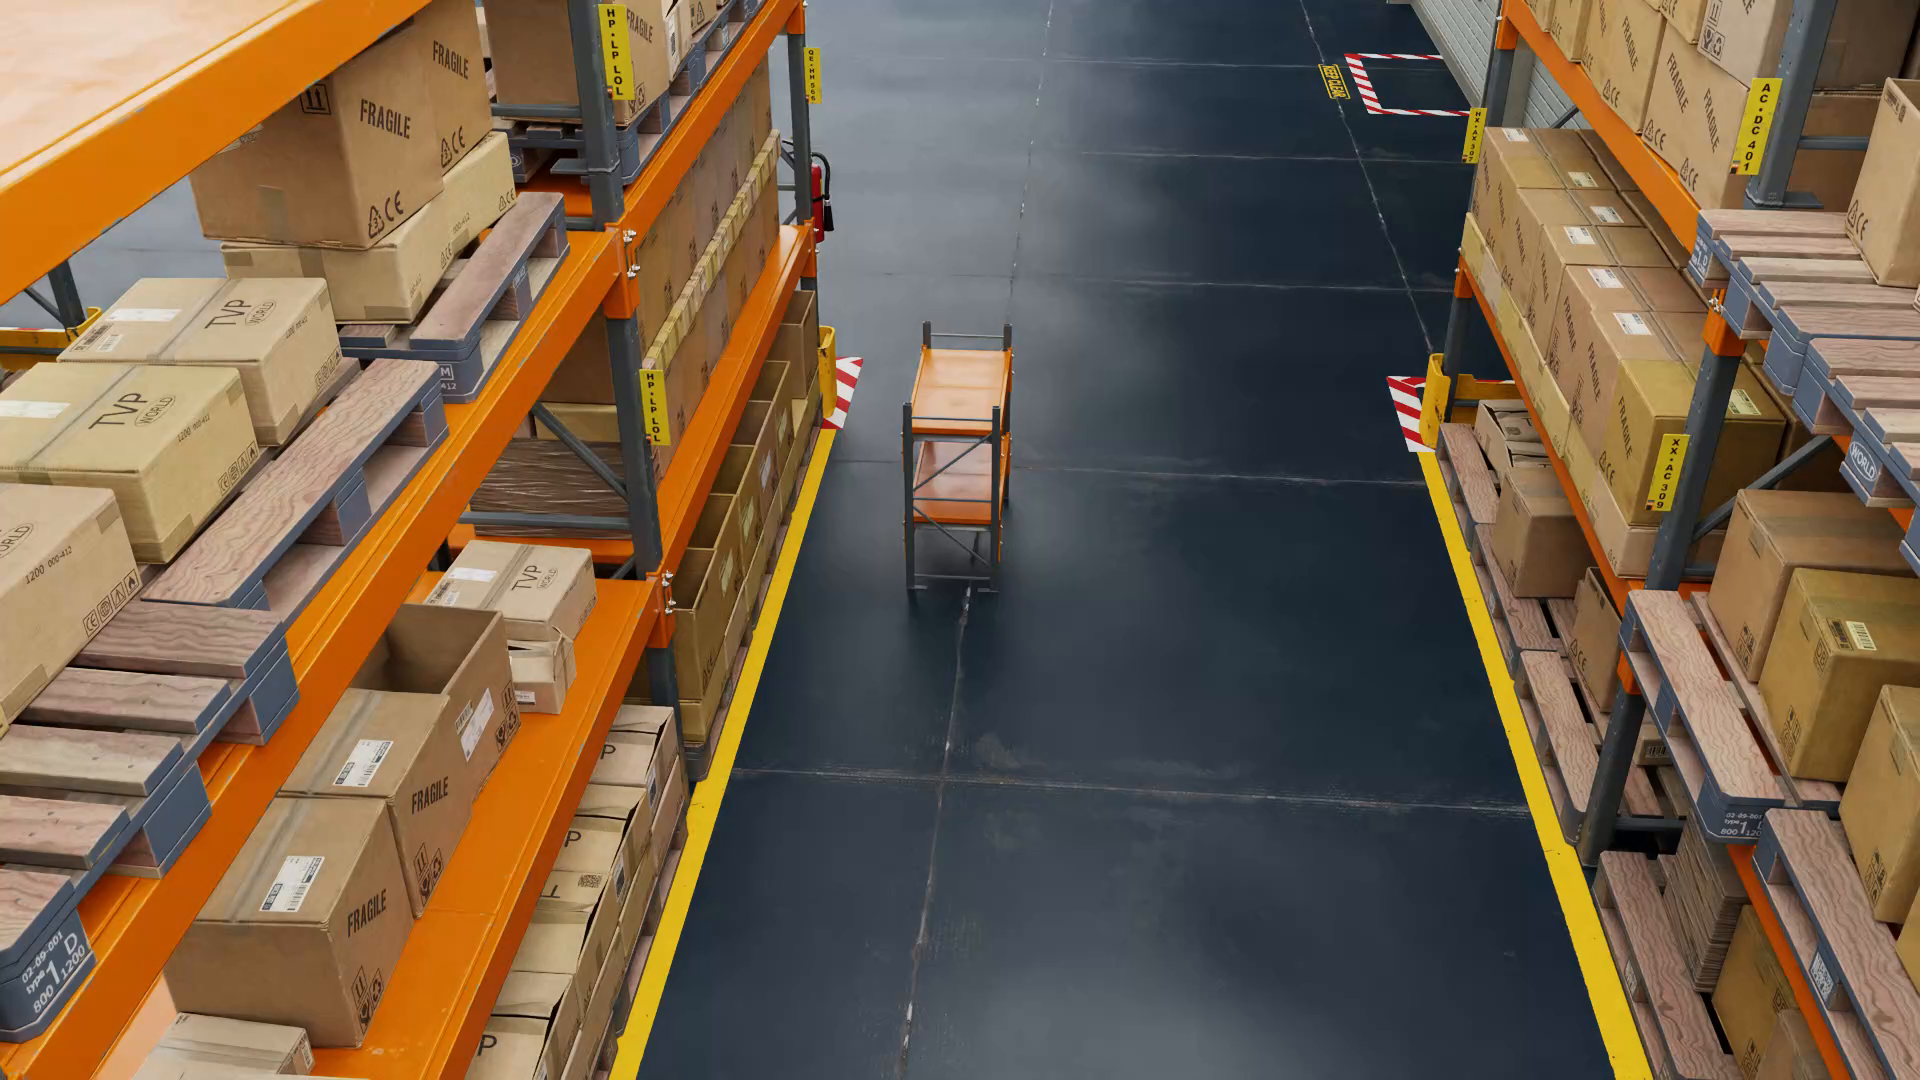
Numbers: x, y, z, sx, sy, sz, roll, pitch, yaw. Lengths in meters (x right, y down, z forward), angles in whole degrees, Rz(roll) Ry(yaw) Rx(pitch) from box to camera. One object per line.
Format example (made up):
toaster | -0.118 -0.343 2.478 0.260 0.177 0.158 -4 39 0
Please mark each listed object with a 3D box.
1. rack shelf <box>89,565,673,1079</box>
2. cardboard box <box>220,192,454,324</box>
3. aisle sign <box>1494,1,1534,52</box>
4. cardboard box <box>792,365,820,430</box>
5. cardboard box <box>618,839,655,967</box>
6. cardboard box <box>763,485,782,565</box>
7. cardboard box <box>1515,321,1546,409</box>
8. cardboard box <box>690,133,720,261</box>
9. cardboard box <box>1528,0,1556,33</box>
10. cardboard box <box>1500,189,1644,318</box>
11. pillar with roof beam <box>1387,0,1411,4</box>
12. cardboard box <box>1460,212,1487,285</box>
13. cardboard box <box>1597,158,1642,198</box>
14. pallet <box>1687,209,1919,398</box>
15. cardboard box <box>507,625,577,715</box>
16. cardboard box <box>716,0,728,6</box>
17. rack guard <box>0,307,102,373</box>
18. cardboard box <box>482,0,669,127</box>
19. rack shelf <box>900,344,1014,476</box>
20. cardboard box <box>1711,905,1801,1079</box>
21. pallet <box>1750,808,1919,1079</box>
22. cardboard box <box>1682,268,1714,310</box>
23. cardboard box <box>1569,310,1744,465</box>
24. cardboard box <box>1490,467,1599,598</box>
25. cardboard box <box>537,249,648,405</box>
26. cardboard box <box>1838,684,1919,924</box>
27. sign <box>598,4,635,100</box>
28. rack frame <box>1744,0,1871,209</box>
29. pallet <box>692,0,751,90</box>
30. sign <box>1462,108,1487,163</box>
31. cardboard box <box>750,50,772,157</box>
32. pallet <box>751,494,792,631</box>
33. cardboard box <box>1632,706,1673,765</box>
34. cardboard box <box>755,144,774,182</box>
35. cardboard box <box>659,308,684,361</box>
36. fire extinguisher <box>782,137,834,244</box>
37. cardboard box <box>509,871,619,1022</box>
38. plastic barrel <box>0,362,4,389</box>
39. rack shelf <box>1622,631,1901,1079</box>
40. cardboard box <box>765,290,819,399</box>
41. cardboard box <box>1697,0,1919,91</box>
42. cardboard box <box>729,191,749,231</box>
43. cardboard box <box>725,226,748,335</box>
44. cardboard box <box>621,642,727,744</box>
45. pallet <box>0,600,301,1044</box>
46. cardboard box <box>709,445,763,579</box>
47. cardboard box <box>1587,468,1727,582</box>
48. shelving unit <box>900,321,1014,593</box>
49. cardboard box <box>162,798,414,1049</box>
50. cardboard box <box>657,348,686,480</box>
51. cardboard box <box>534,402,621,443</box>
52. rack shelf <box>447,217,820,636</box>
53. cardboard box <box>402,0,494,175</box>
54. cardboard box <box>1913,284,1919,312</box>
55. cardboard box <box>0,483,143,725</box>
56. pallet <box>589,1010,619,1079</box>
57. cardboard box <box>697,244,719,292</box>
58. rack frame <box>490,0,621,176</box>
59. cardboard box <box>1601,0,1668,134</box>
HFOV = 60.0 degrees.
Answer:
rack shelf | -1.896 1.279 5.282 1.077 0.370 4.000 2 32 4
cardboard box | -1.835 -0.856 4.944 0.500 0.250 0.500 0 32 -1
aisle sign | 3.237 -3.113 9.244 0.394 0.787 0.004 2 32 4
cardboard box | -1.156 -0.880 10.320 0.500 0.250 0.500 2 32 4
cardboard box | -1.521 1.412 6.601 0.500 0.250 0.500 2 32 3
cardboard box | -1.267 -0.095 9.047 0.500 0.250 0.500 2 32 4
cardboard box | 3.055 -0.856 8.184 0.500 0.250 0.500 3 32 4
cardboard box | -1.581 -1.688 8.078 0.700 0.500 0.500 2 32 4
cardboard box | 3.175 -2.840 8.306 0.500 0.500 0.500 4 32 7
cardboard box | 3.093 -1.455 8.441 0.500 0.500 0.500 1 32 2
pillar with roof beam | 1.022 -10.565 18.097 9.100 9.000 0.400 2 32 4
cardboard box | 3.174 -1.658 9.486 0.500 0.250 0.500 2 32 3
cardboard box | 3.653 -1.701 8.840 0.500 0.500 0.500 3 32 5
pallet | 3.048 -0.743 5.196 1.213 0.211 1.003 2 32 4
cardboard box | -1.621 0.451 6.067 0.396 0.266 0.258 2 32 3
cardboard box | -1.283 -2.738 7.807 0.500 0.311 0.500 6 32 10
rack guard | -6.303 -1.273 11.119 1.175 0.500 0.348 2 32 4
cardboard box | -1.429 -1.884 6.239 0.500 0.500 0.500 5 32 8
rack shelf | -0.001 -0.725 9.076 0.538 0.278 1.000 2 32 4
cardboard box | 3.169 1.671 5.923 0.700 0.500 0.500 2 32 3
pallet | 2.999 1.273 4.789 1.003 0.211 1.213 2 32 4
cardboard box | 3.543 -0.895 7.533 0.500 0.500 0.500 3 32 5
cardboard box | 2.970 -0.649 7.134 0.500 0.500 0.500 2 32 4
cardboard box | 3.228 -0.041 8.701 0.700 0.500 0.500 1 32 1
cardboard box | -1.703 -0.901 6.801 0.700 0.500 0.500 3 32 4
cardboard box | 3.054 0.809 4.845 0.700 0.500 0.500 7 32 11
sign | -1.191 -1.686 5.756 0.100 0.325 0.005 2 32 4
rack frame | 3.205 -2.418 4.876 1.000 3.000 0.127 2 32 4
pallet | -1.587 -2.396 7.785 1.003 0.211 1.213 2 32 4
sign | 2.989 -2.347 9.655 0.100 0.325 0.005 2 32 4
cardboard box | -1.462 -2.489 9.378 0.700 0.500 0.500 3 32 4
pallet | -1.530 0.060 9.232 1.003 0.211 1.213 2 32 4
cardboard box | 3.218 0.874 7.534 0.380 0.166 0.250 -2 32 -2
cardboard box | -1.268 -2.139 9.428 0.380 0.149 0.250 3 32 5
cardboard box | -1.458 -0.928 7.463 0.380 0.149 0.250 2 32 4
fire extinguisher | -0.935 -2.174 10.273 0.296 0.674 0.183 2 32 4
cardboard box | -1.559 1.437 6.026 0.500 0.311 0.500 2 32 4
plastic barrel | -6.321 -1.151 10.510 0.421 0.512 0.421 0 32 0
rack shelf | 3.042 1.488 4.942 1.077 0.370 4.000 2 32 4
cardboard box | -1.154 -1.199 10.123 0.500 0.500 0.500 2 32 4
cardboard box | 2.975 -1.891 5.813 0.500 0.500 0.500 0 32 0
cardboard box | -1.333 -1.736 8.775 0.380 0.149 0.250 3 32 6
cardboard box | -1.542 -1.430 8.896 0.700 0.500 0.500 3 32 4
cardboard box | -1.393 0.689 7.774 0.500 0.250 0.500 2 32 4
pallet | -2.092 0.463 3.241 1.213 0.211 1.003 4 32 6
cardboard box | -1.302 -0.153 8.425 0.500 0.500 0.500 2 32 4
cardboard box | 2.941 -0.069 6.907 0.500 0.250 0.500 3 32 4
shelving unit | -0.001 -0.475 9.229 0.538 1.125 1.048 2 32 4
cardboard box | -1.938 1.097 4.795 0.500 0.500 0.500 1 32 1
cardboard box | -1.667 -0.624 7.589 0.700 0.500 0.500 2 32 3
cardboard box | -1.518 -0.524 6.809 0.380 0.149 0.250 2 32 4
rack shelf | -1.570 -0.813 8.676 1.077 0.370 4.000 2 32 4
cardboard box | -1.822 -1.464 5.215 0.500 0.500 0.500 3 32 5
cardboard box | 3.030 -0.677 4.596 0.500 0.311 0.500 3 32 6
cardboard box | -2.053 0.112 3.374 0.500 0.250 0.500 3 32 5
pallet | -1.851 2.140 5.856 1.003 0.211 1.213 2 32 4
cardboard box | -1.395 -1.335 8.123 0.380 0.149 0.250 2 32 4
rack frame | -1.733 -2.627 5.216 1.000 3.000 0.127 2 32 4
cardboard box | 3.061 -2.022 6.978 0.500 0.500 0.500 1 32 2
